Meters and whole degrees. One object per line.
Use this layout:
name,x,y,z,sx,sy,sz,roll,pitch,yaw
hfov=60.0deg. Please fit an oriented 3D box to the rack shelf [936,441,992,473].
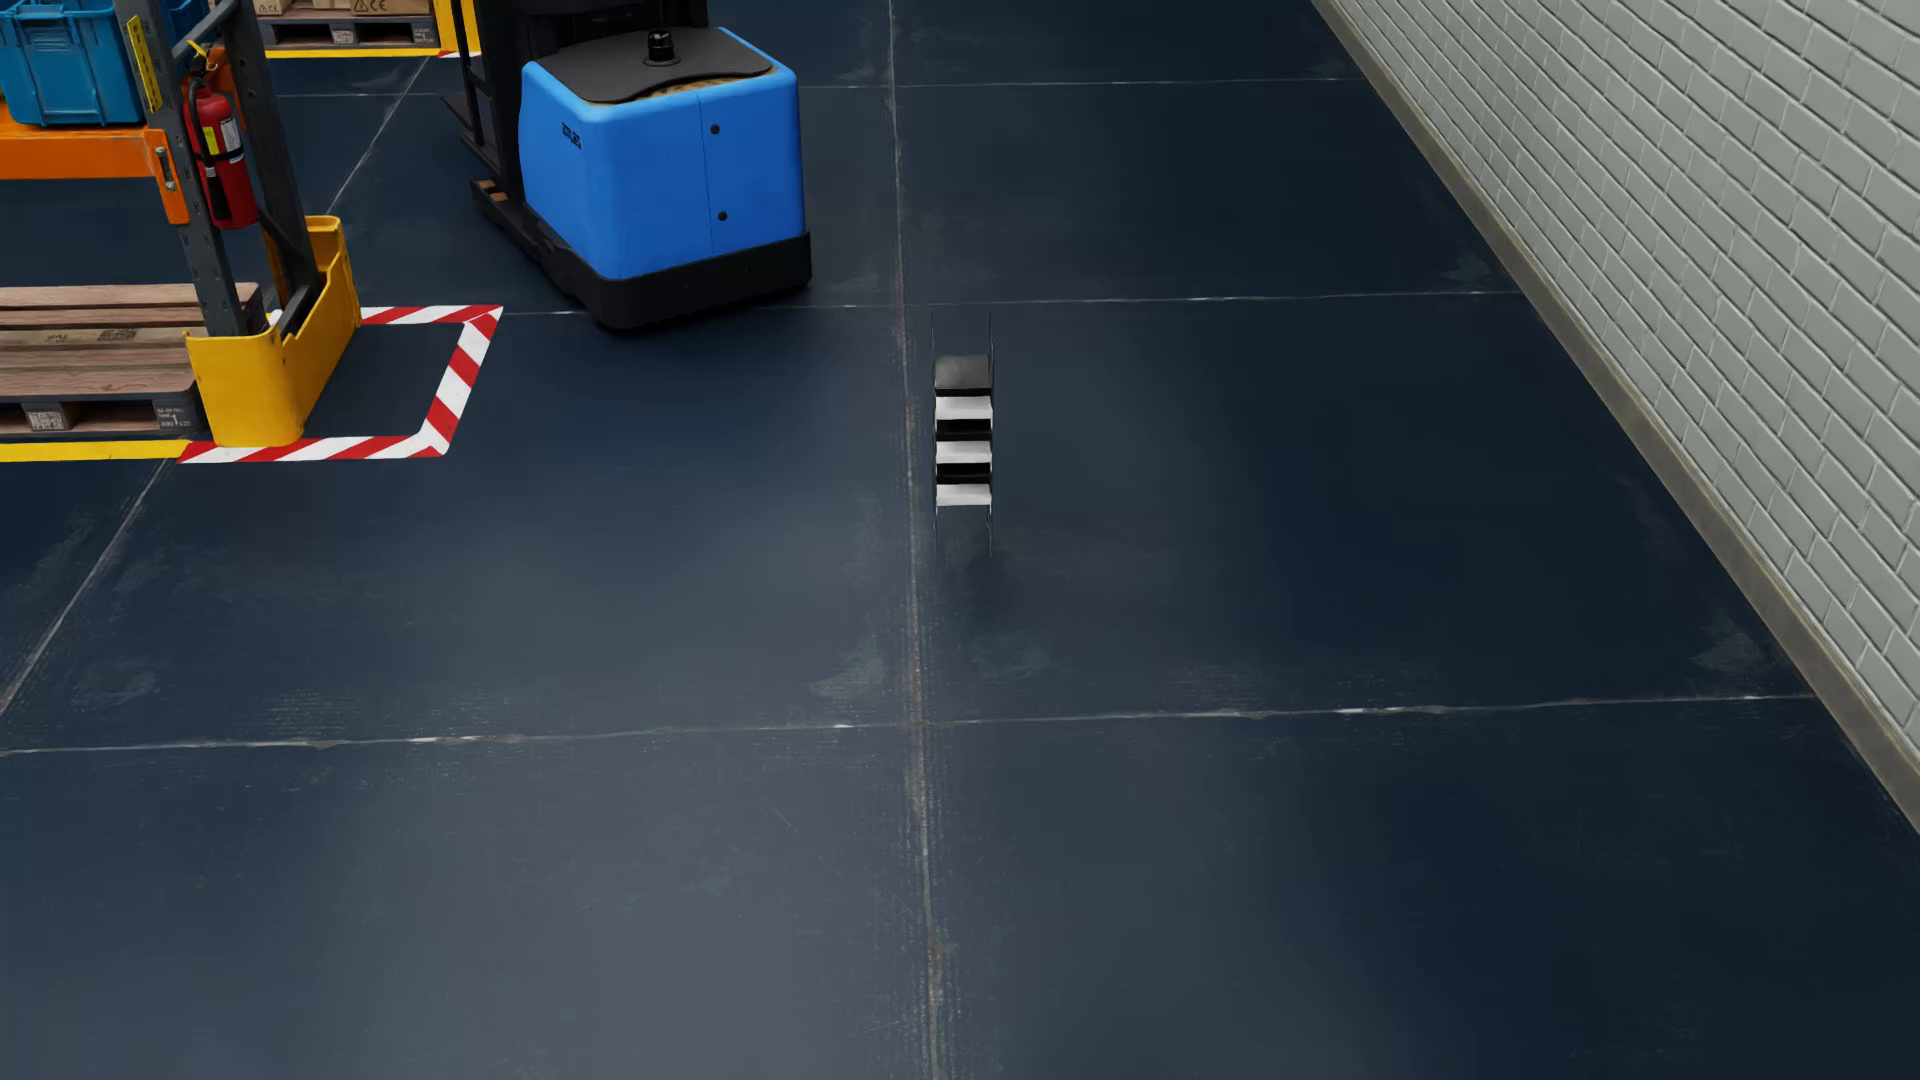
rack shelf,0.008,-0.343,6.013,0.200,0.077,0.258,-2,35,-2

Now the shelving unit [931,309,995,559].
shelving unit,0.008,-0.370,5.994,0.210,0.900,0.258,-2,35,-2

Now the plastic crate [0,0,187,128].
plastic crate,-3.266,-1.861,6.219,0.499,0.435,0.616,-2,35,-2

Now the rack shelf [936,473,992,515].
rack shelf,0.008,-0.195,6.116,0.200,0.077,0.258,-2,35,-2

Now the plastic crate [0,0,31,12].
plastic crate,-3.860,-2.055,6.679,0.300,0.233,0.416,-2,35,-2

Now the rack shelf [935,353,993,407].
rack shelf,0.008,-0.565,5.860,0.200,0.077,0.258,-2,35,-2

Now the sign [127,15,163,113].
sign,-2.898,-1.692,5.915,0.005,0.325,0.100,-2,35,-2

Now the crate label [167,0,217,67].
crate label,-3.203,-2.073,6.704,0.303,0.233,0.416,-2,35,-2

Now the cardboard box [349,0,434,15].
cardboard box,-3.703,-3.751,10.844,0.500,0.500,0.500,-2,35,-2

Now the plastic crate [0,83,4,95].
plastic crate,-3.746,-1.728,6.290,0.243,0.136,0.396,-2,35,-2

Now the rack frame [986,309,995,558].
rack frame,0.110,-0.373,5.998,0.006,0.900,0.240,-2,35,-2

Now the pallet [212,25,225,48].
pallet,-5.259,-3.551,11.195,1.213,0.211,1.003,-2,35,-2

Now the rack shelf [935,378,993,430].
rack shelf,0.008,-0.491,5.911,0.200,0.077,0.258,-2,35,-2

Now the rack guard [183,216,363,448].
rack guard,-2.917,-0.917,7.136,0.348,0.500,1.175,-2,35,-2

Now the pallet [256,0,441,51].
pallet,-4.043,-3.582,11.240,1.213,0.211,1.003,-2,35,-2

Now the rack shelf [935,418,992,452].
rack shelf,0.008,-0.417,5.962,0.200,0.077,0.258,-2,35,-2

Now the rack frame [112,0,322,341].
rack frame,-2.940,-1.937,6.413,0.127,3.000,1.000,-2,35,-2

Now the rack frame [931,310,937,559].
rack frame,-0.093,-0.367,5.990,0.006,0.900,0.240,-2,35,-2

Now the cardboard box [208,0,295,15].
cardboard box,-4.653,-3.640,10.903,0.500,0.250,0.500,-2,35,-2

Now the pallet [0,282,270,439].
pallet,-3.766,-0.790,7.206,1.213,0.211,1.003,-2,35,-2

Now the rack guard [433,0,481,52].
rack guard,-3.247,-3.723,11.190,0.348,0.500,1.175,-2,35,-2

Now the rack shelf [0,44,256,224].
rack shelf,-4.938,-1.587,6.540,4.000,0.370,1.077,-2,35,-2

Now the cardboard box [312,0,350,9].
cardboard box,-4.112,-3.654,10.997,0.250,0.166,0.380,-2,35,-2

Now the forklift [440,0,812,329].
forklift,-1.909,-2.962,7.955,1.130,2.935,3.031,-19,39,-26

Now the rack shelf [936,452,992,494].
rack shelf,0.008,-0.269,6.064,0.200,0.077,0.258,-2,35,-2

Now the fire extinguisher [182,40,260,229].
fire extinguisher,-2.768,-1.497,6.174,0.183,0.674,0.296,-2,35,-2
